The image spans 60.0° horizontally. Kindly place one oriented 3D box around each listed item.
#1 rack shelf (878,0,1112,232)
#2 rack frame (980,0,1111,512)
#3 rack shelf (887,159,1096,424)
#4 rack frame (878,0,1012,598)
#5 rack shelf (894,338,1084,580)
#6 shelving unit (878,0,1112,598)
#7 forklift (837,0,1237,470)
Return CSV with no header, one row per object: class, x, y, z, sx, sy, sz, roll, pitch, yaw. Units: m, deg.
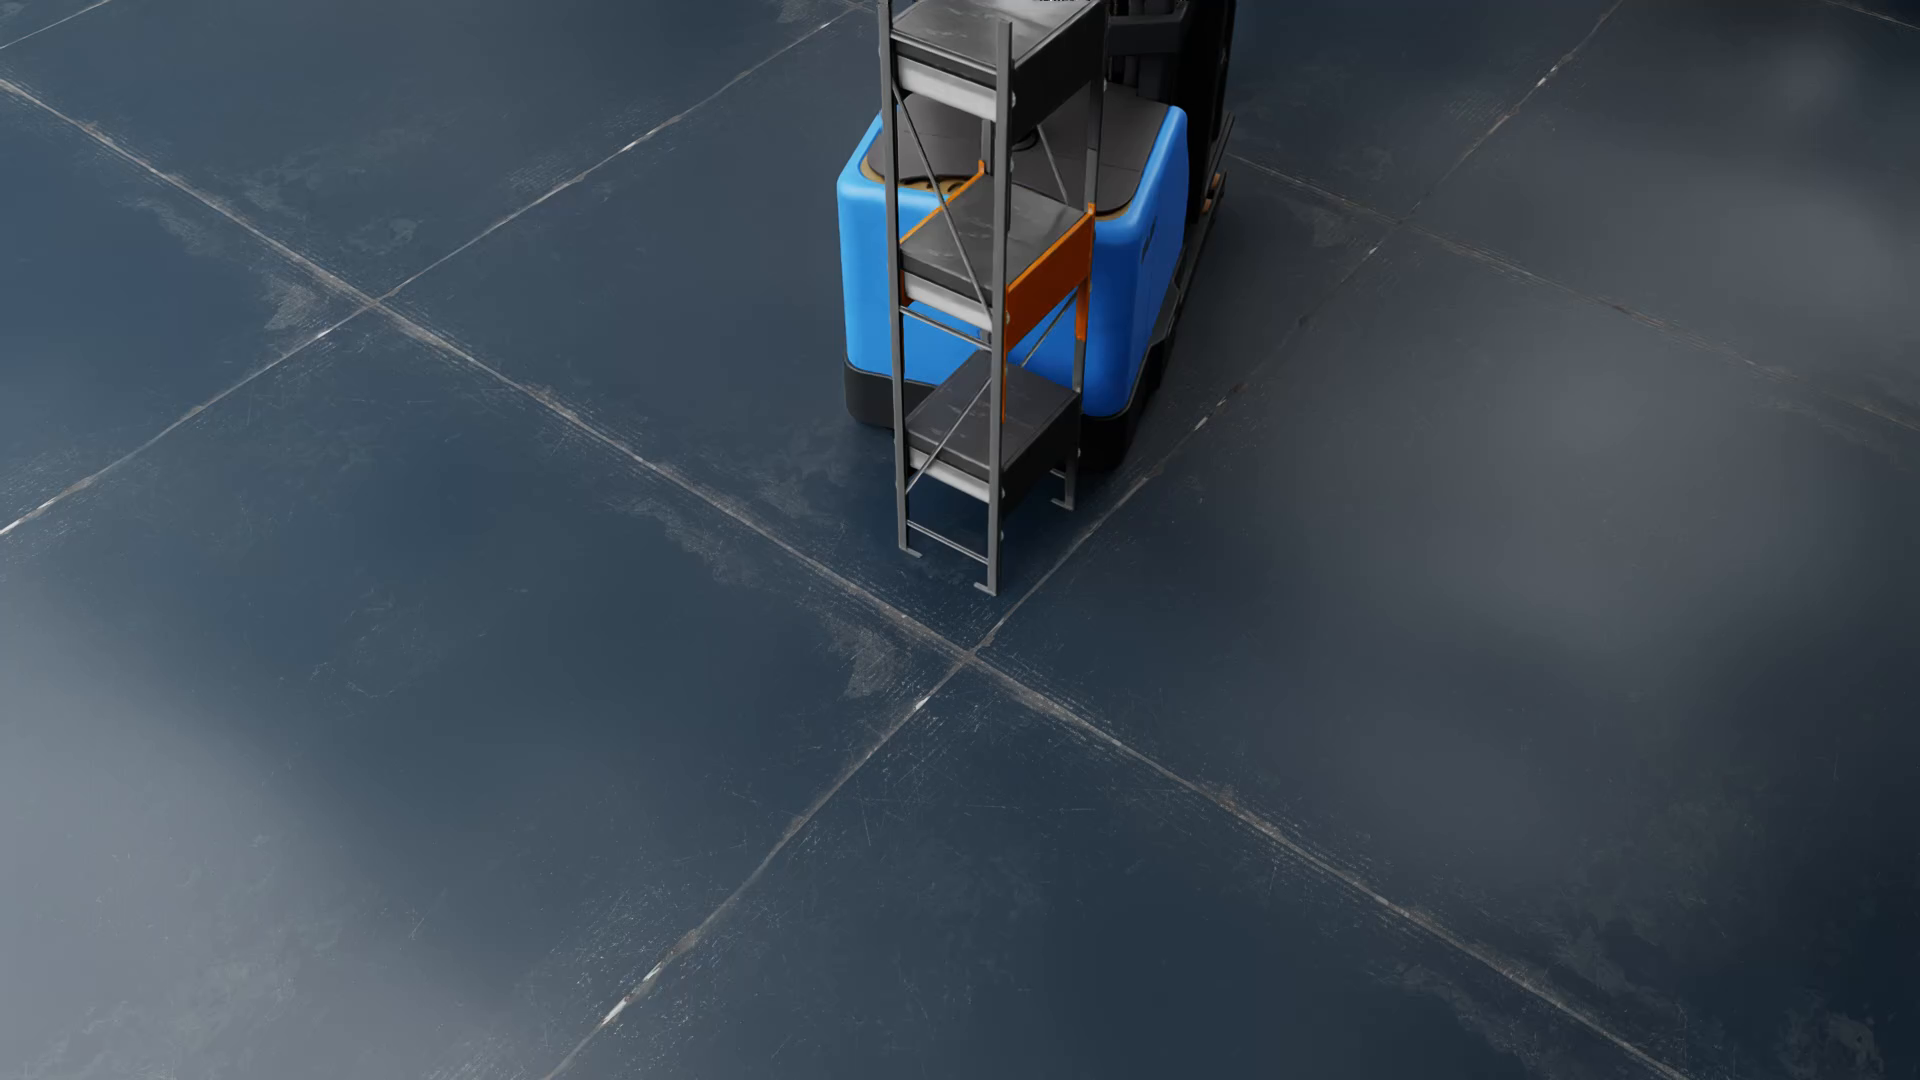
rack shelf,0.097,-1.238,4.531,0.431,0.518,0.480,26,52,23
rack frame,0.234,-0.909,5.167,0.400,2.100,0.015,26,52,23
rack shelf,0.097,-0.754,5.037,0.431,0.518,0.480,26,52,23
rack frame,-0.041,-0.618,4.888,0.400,2.100,0.015,26,52,23
rack shelf,0.097,-0.271,5.544,0.431,0.518,0.480,26,52,23
shelving unit,0.097,-0.764,5.028,0.431,2.100,0.503,26,52,23
forklift,0.498,-2.349,5.967,1.130,2.935,3.031,12,48,12
